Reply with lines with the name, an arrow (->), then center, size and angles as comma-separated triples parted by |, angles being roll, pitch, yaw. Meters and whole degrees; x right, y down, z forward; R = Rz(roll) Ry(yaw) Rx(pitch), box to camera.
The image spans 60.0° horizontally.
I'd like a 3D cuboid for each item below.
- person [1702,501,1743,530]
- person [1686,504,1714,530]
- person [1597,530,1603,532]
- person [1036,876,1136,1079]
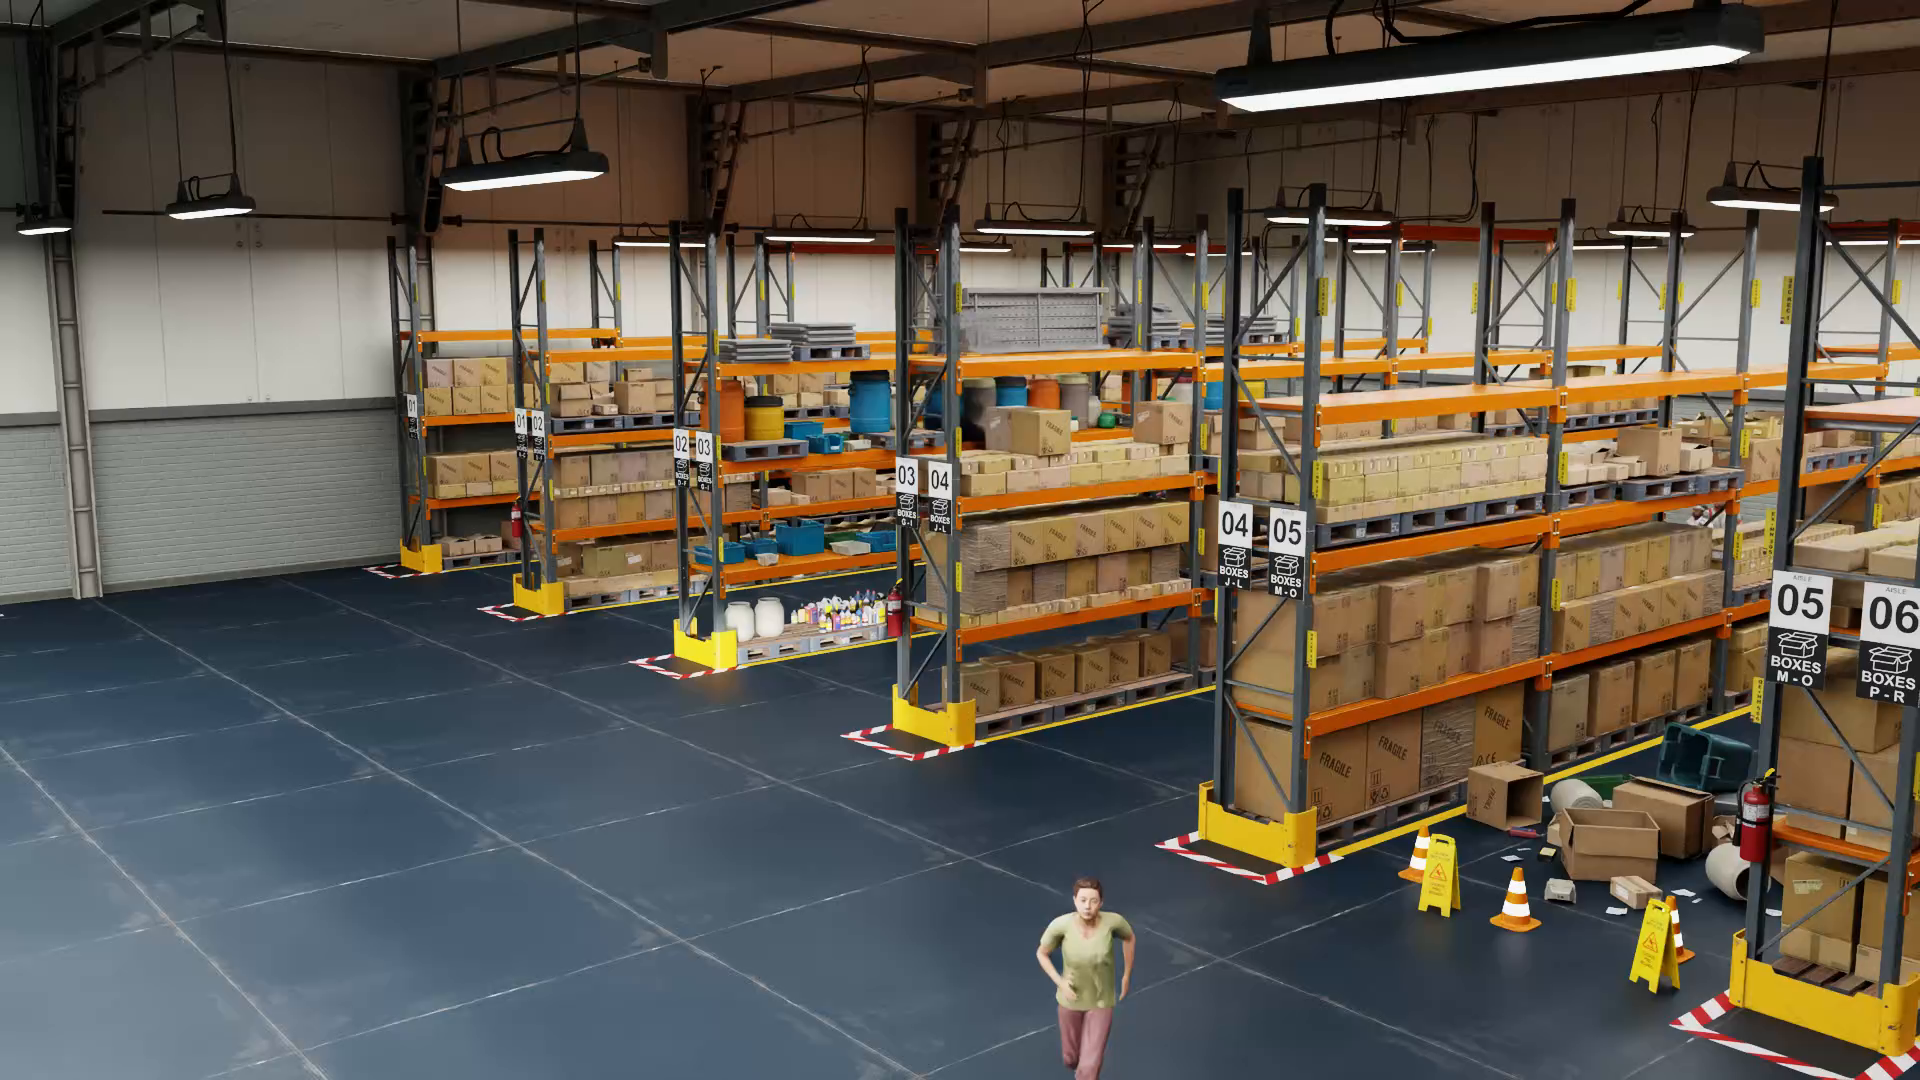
person -> 12.677, 0.059, 27.727 | 0.704, 1.730, 0.562 | 5, 10, 29
person -> 11.925, 0.206, 26.967 | 0.645, 1.691, 0.553 | -8, 12, -44
person -> 9.098, 0.687, 23.773 | 0.660, 1.678, 0.636 | 8, 12, 42
person -> 0.763, 2.814, 10.117 | 0.600, 1.664, 0.986 | 1, 9, 5
